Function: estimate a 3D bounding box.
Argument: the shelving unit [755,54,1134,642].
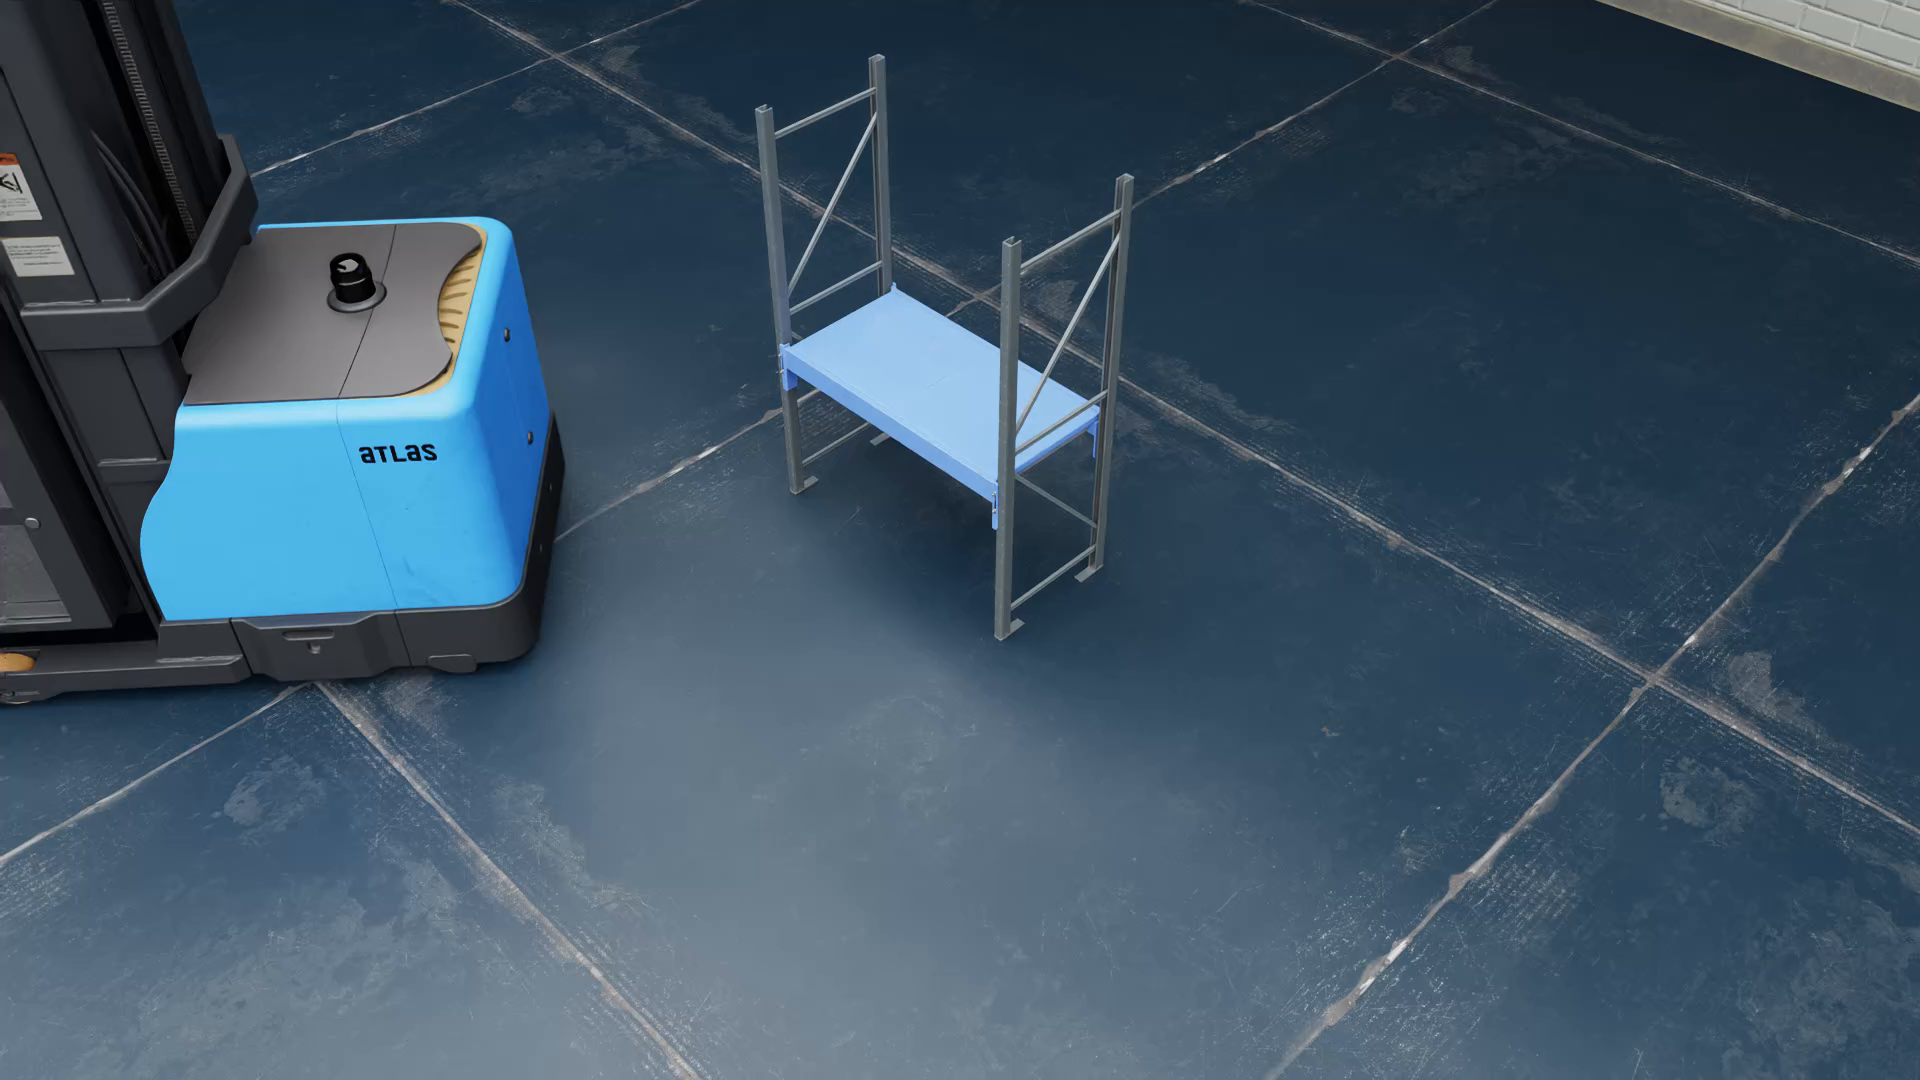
[{"bbox_3d":[-0.060,-0.592,5.285,0.538,1.500,1.048,-34,53,-31],"label":"shelving unit"}]

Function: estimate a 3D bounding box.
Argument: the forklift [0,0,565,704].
[{"bbox_3d":[-2.889,-0.928,4.595,3.031,2.935,1.130,-3,43,-3],"label":"forklift"}]

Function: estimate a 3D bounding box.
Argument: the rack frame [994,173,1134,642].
[{"bbox_3d":[0.299,-0.348,5.021,0.500,1.500,0.032,-34,53,-31],"label":"rack frame"}]

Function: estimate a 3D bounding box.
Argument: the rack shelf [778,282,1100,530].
[{"bbox_3d":[-0.060,-0.460,5.407,0.538,0.185,1.000,-34,53,-31],"label":"rack shelf"}]

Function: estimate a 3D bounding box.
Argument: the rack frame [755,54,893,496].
[{"bbox_3d":[-0.419,-0.836,5.550,0.500,1.500,0.032,-34,53,-31],"label":"rack frame"}]
